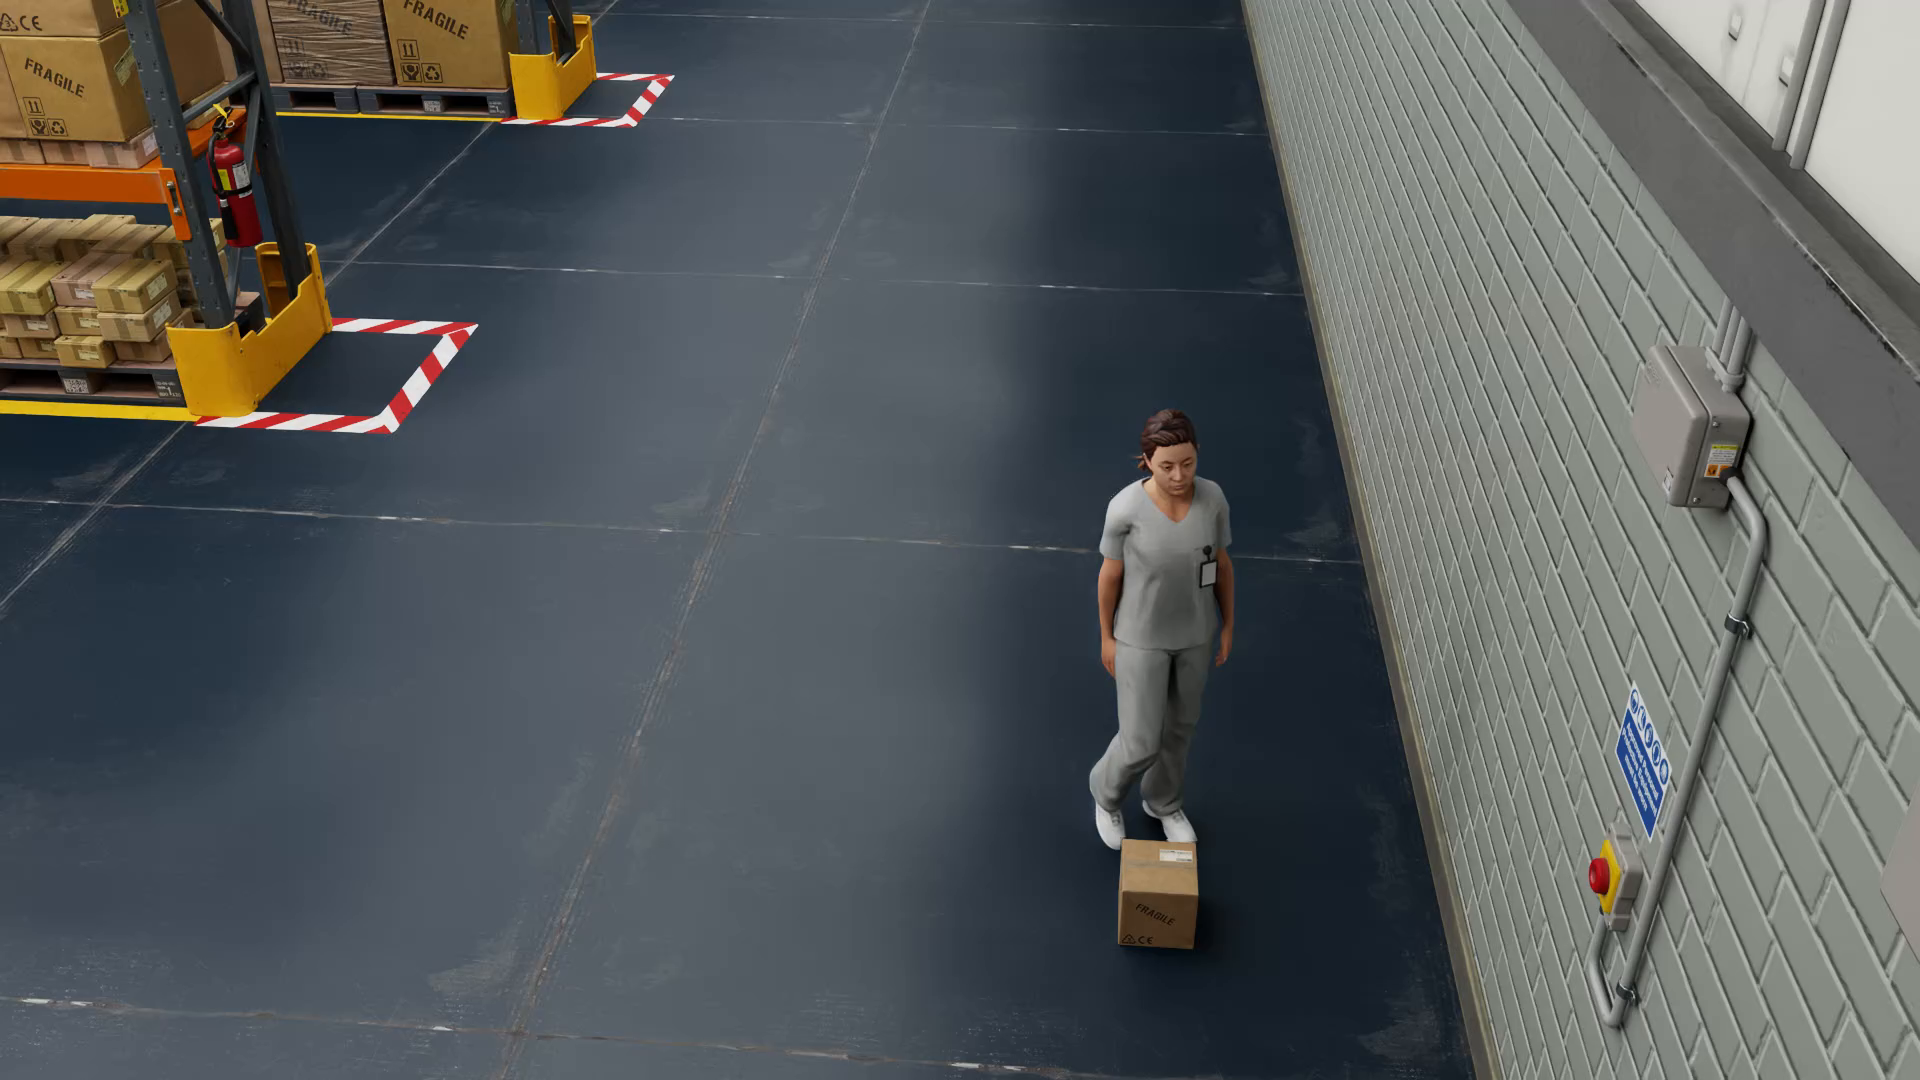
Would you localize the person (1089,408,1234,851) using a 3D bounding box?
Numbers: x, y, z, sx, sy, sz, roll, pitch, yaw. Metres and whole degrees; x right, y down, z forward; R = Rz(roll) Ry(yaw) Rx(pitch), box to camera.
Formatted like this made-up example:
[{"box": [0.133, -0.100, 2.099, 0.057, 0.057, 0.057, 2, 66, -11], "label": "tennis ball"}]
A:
[{"box": [0.701, 0.340, 5.587, 0.460, 1.684, 0.434, -9, 33, -14], "label": "person"}]
